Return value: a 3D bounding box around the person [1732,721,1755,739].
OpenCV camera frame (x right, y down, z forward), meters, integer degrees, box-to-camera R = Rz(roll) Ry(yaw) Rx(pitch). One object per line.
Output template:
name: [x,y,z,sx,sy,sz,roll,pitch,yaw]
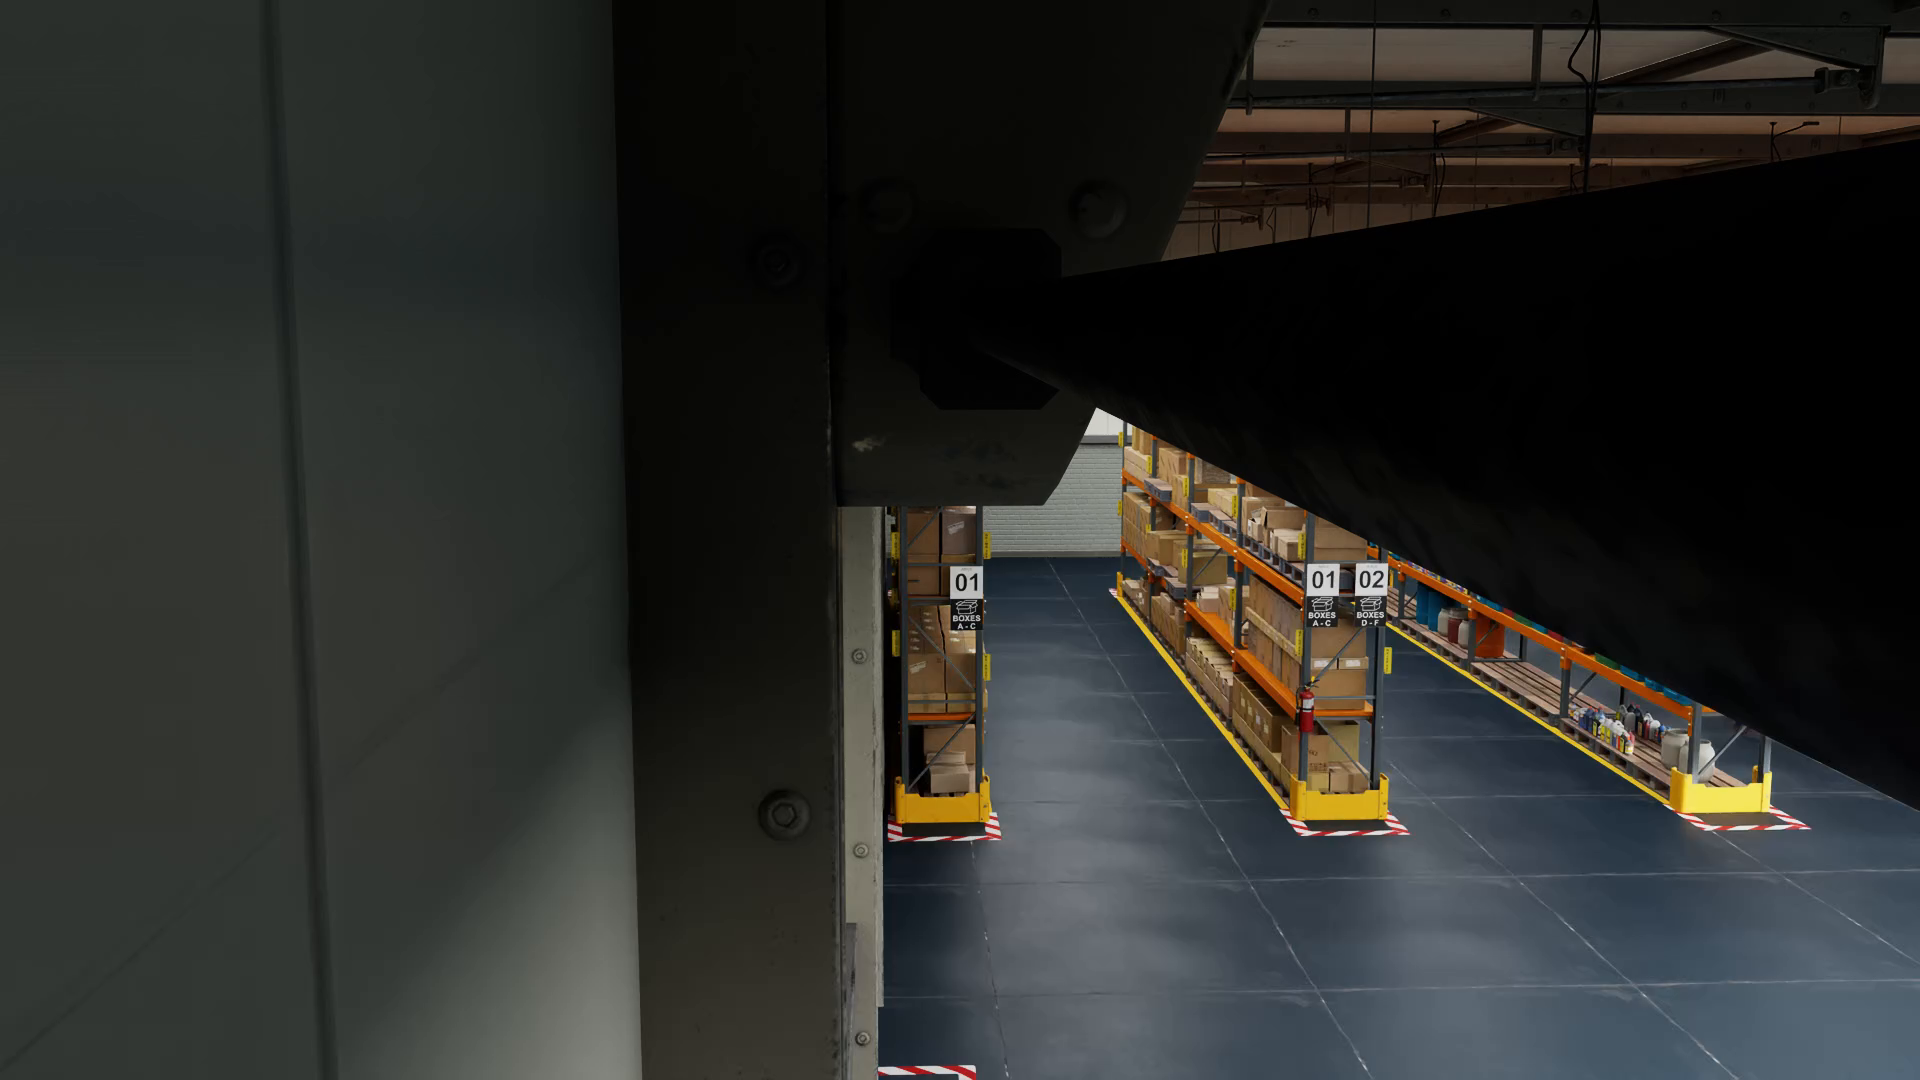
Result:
person: [11.639,2.086,24.607,0.488,1.670,0.509,8,11,43]
